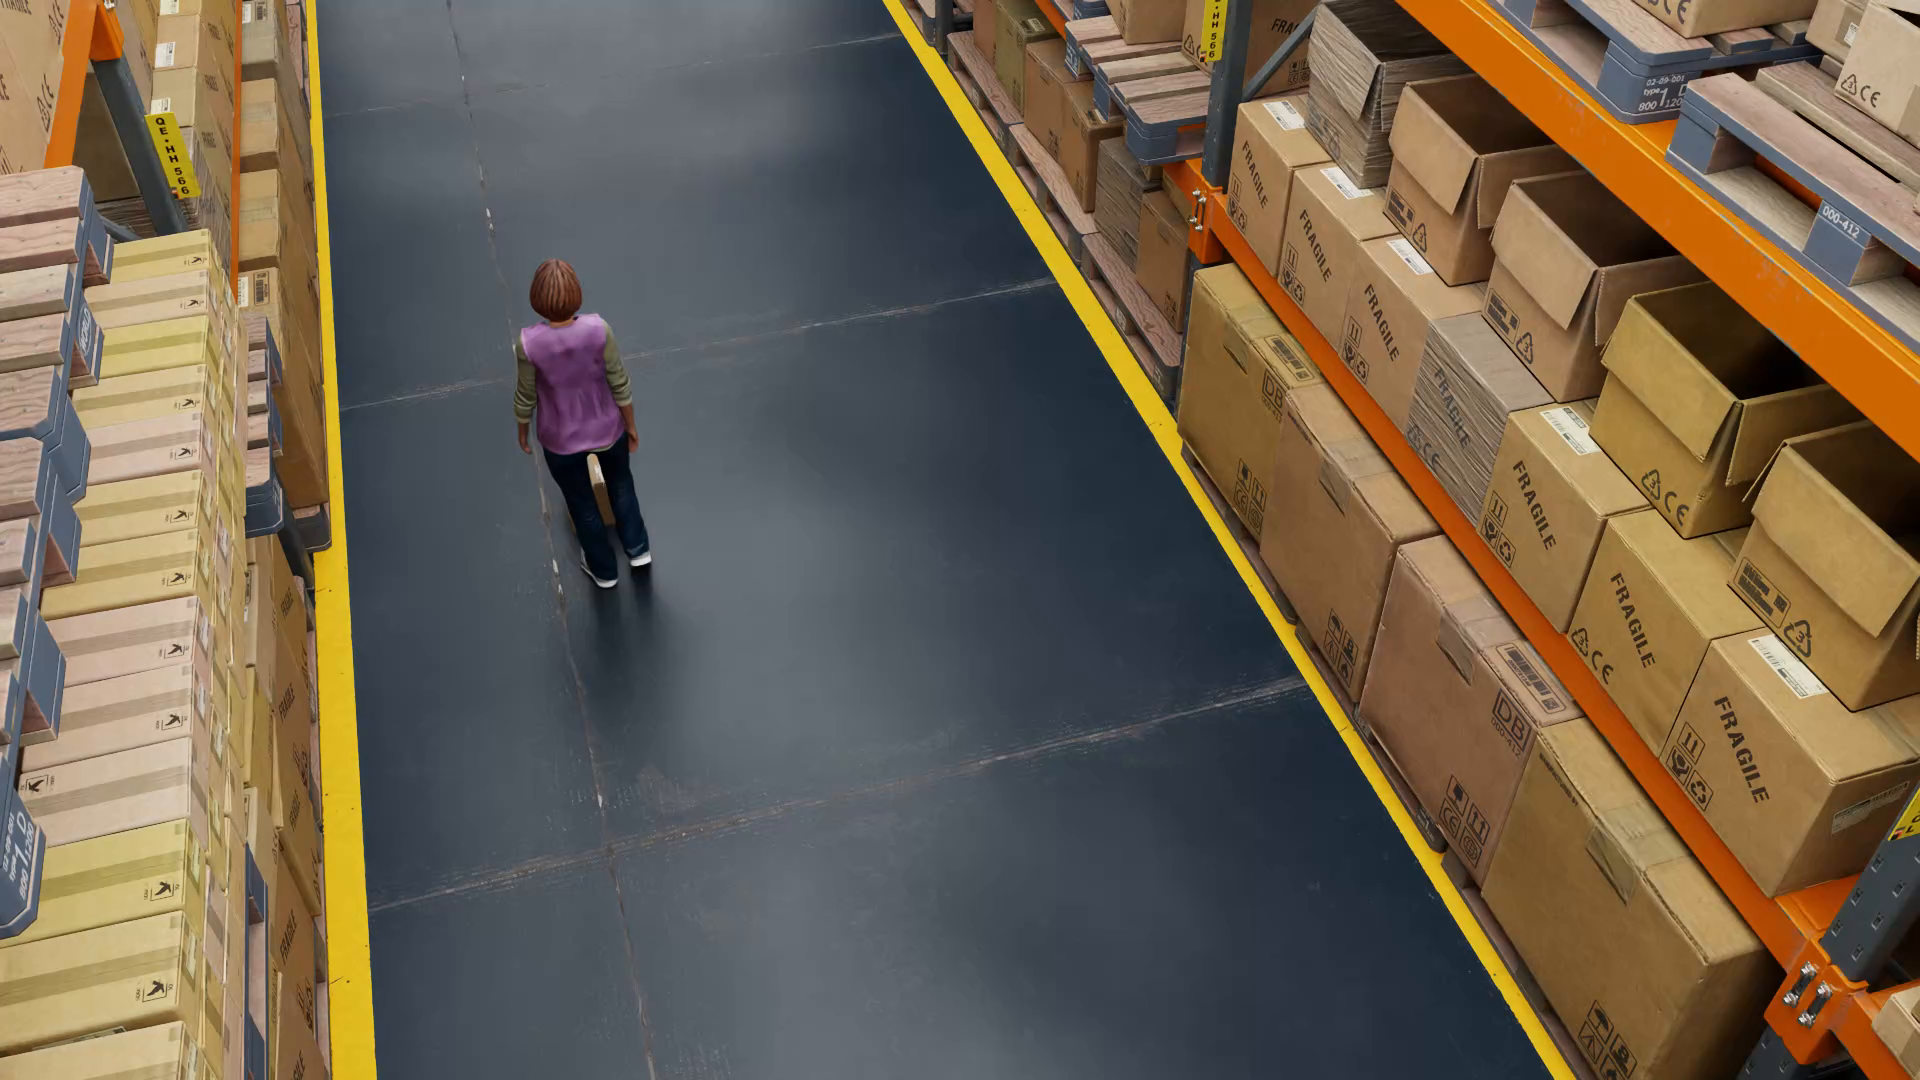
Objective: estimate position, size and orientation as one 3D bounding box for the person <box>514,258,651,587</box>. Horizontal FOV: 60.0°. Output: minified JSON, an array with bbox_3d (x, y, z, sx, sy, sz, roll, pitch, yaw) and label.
[{"bbox_3d":[-1.524,-0.419,6.646,0.453,1.648,0.370,-17,46,-18],"label":"person"}]
